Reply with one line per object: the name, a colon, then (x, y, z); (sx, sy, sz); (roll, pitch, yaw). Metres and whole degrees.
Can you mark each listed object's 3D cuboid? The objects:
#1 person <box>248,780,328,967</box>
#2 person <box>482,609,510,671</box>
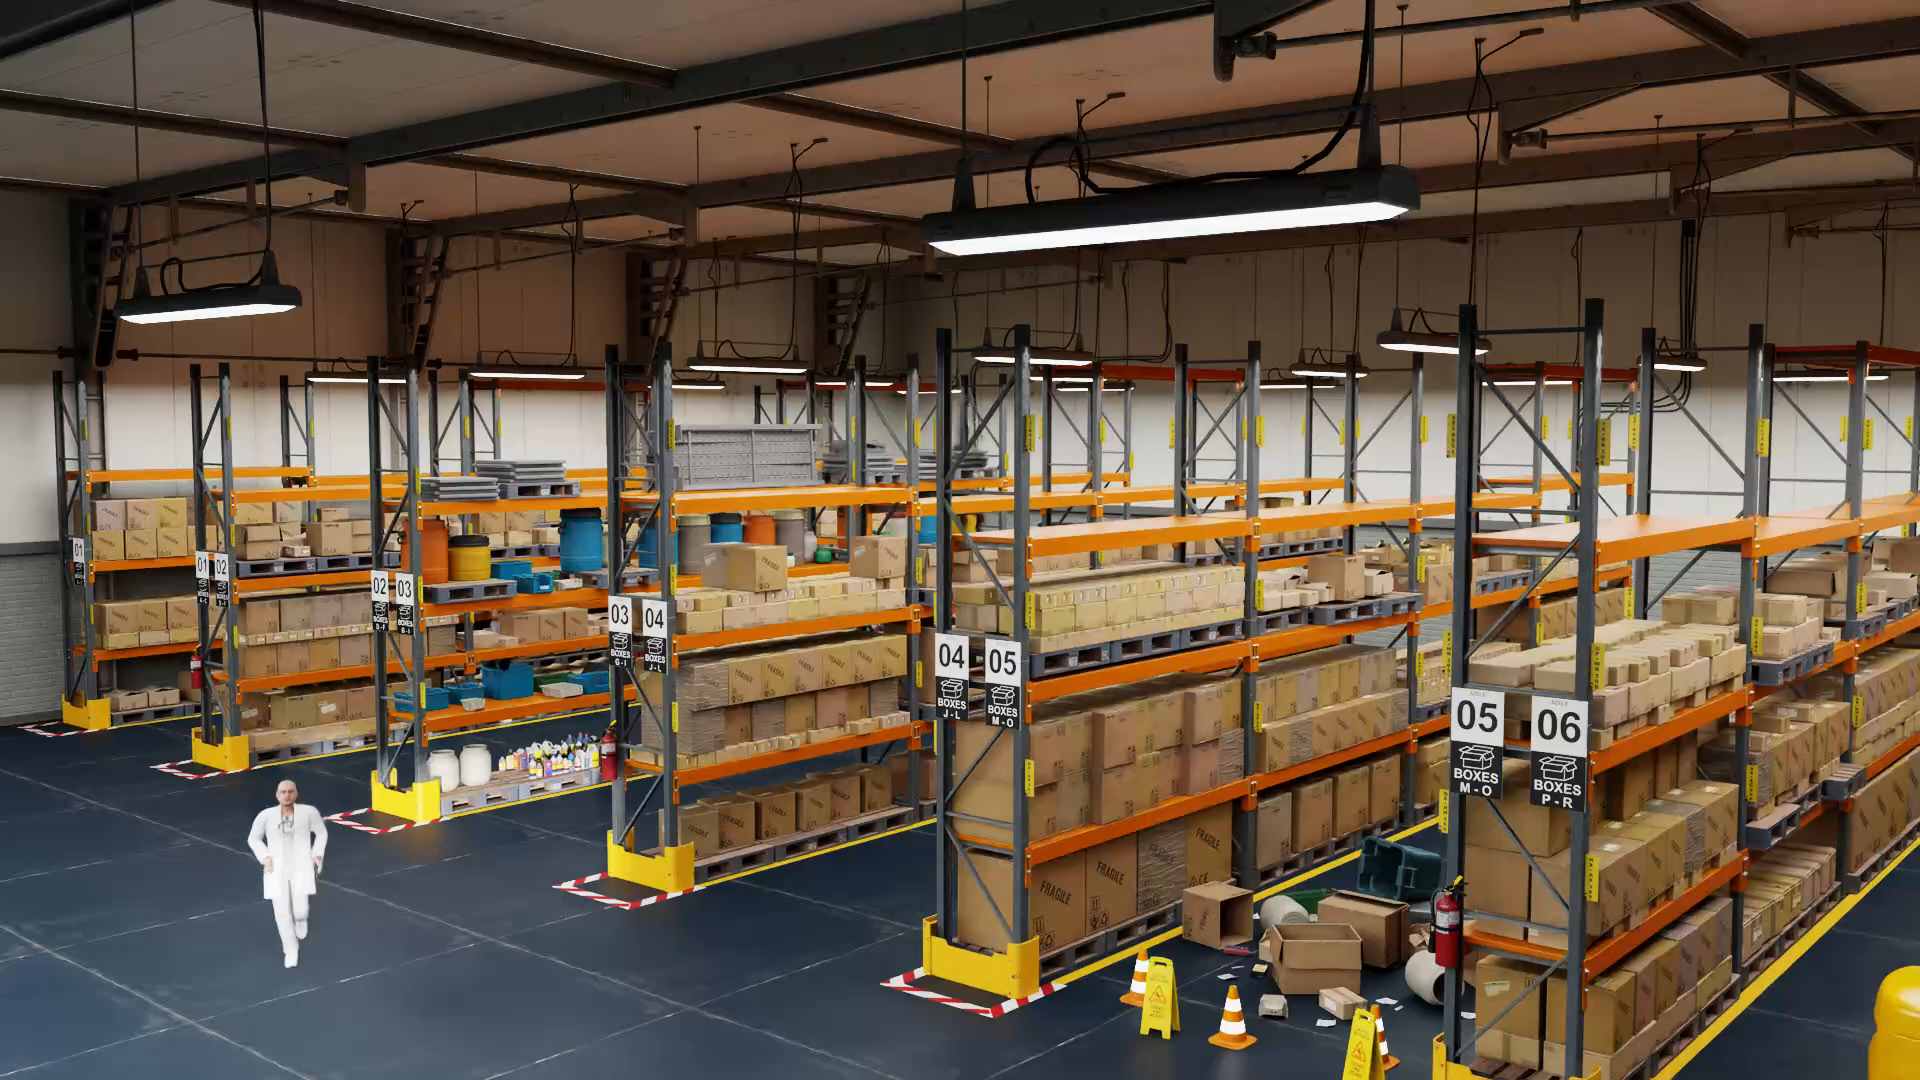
person: (-6.434, 3.158, 15.936); (0.712, 1.739, 0.652); (-2, 4, -21)
person: (-8.616, 2.106, 31.014); (0.589, 1.672, 0.830); (3, 5, 36)
